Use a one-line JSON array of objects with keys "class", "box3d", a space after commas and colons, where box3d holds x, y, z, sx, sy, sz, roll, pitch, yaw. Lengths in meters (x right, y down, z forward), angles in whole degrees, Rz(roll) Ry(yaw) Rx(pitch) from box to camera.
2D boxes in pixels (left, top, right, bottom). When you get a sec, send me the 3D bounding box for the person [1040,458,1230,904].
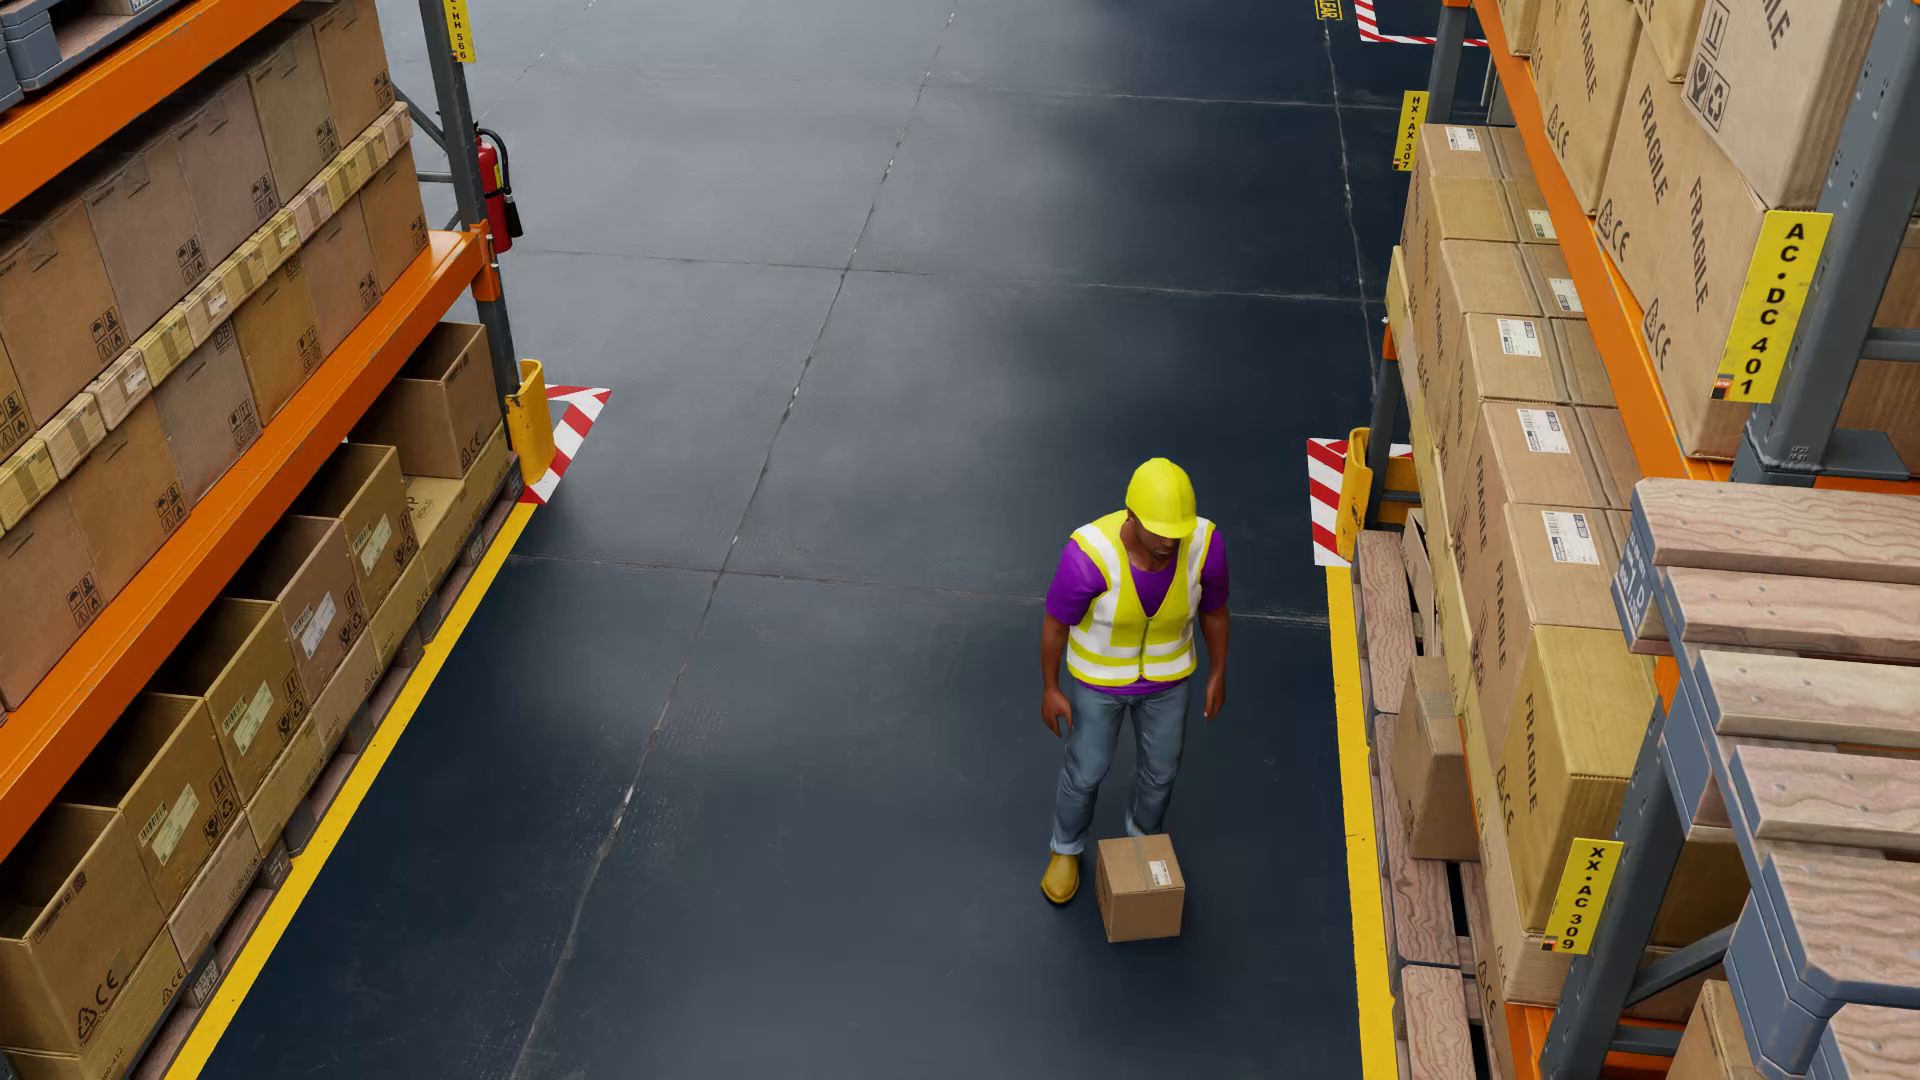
[{"class": "person", "box3d": [0.576, 0.462, 5.494, 0.636, 1.761, 0.454, -5, 36, -7]}]
